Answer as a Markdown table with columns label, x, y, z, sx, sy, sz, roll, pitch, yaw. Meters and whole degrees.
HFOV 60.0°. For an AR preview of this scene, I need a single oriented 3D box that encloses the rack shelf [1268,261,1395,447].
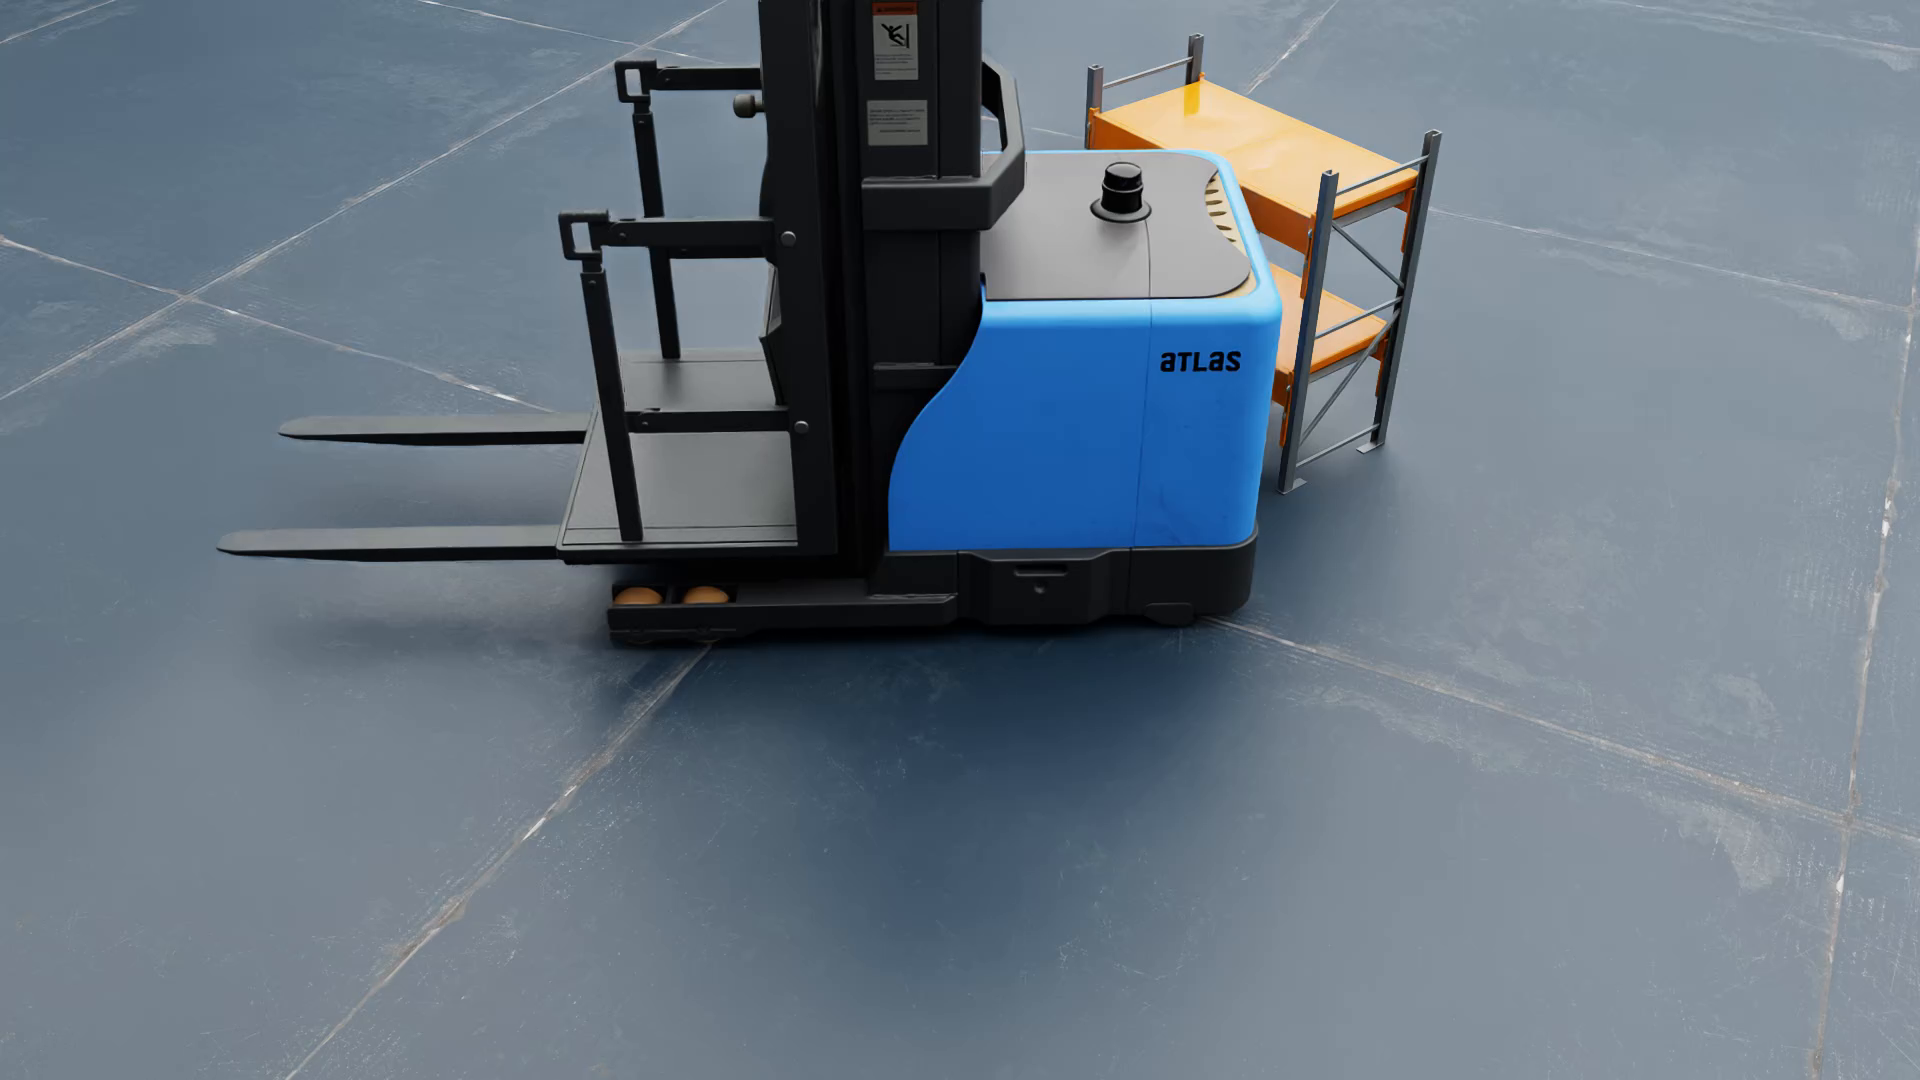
| label | x | y | z | sx | sy | sz | roll | pitch | yaw |
| --- | --- | --- | --- | --- | --- | --- | --- | --- | --- |
| rack shelf | 0.935 | -0.742 | 5.702 | 0.538 | 0.278 | 1.000 | -25 | 44 | -29 |

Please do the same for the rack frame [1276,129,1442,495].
| label | x | y | z | sx | sy | sz | roll | pitch | yaw |
| --- | --- | --- | --- | --- | --- | --- | --- | --- | --- |
| rack frame | 1.246 | -0.694 | 5.234 | 0.500 | 1.125 | 0.032 | -25 | 44 | -29 |

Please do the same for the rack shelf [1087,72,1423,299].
| label | x | y | z | sx | sy | sz | roll | pitch | yaw |
| --- | --- | --- | --- | --- | --- | --- | --- | --- | --- |
| rack shelf | 0.935 | -1.170 | 5.377 | 0.538 | 0.278 | 1.000 | -25 | 44 | -29 |

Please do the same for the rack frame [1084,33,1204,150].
| label | x | y | z | sx | sy | sz | roll | pitch | yaw |
| --- | --- | --- | --- | --- | --- | --- | --- | --- | --- |
| rack frame | 0.623 | -1.180 | 5.874 | 0.500 | 1.125 | 0.032 | -25 | 44 | -29 |

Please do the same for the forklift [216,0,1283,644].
| label | x | y | z | sx | sy | sz | roll | pitch | yaw |
| --- | --- | --- | --- | --- | --- | --- | --- | --- | --- |
| forklift | -0.666 | -1.190 | 4.393 | 3.031 | 2.935 | 1.130 | -1 | 37 | -1 |

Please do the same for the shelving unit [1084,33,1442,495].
| label | x | y | z | sx | sy | sz | roll | pitch | yaw |
| --- | --- | --- | --- | --- | --- | --- | --- | --- | --- |
| shelving unit | 0.935 | -0.937 | 5.554 | 0.538 | 1.125 | 1.048 | -25 | 44 | -29 |
